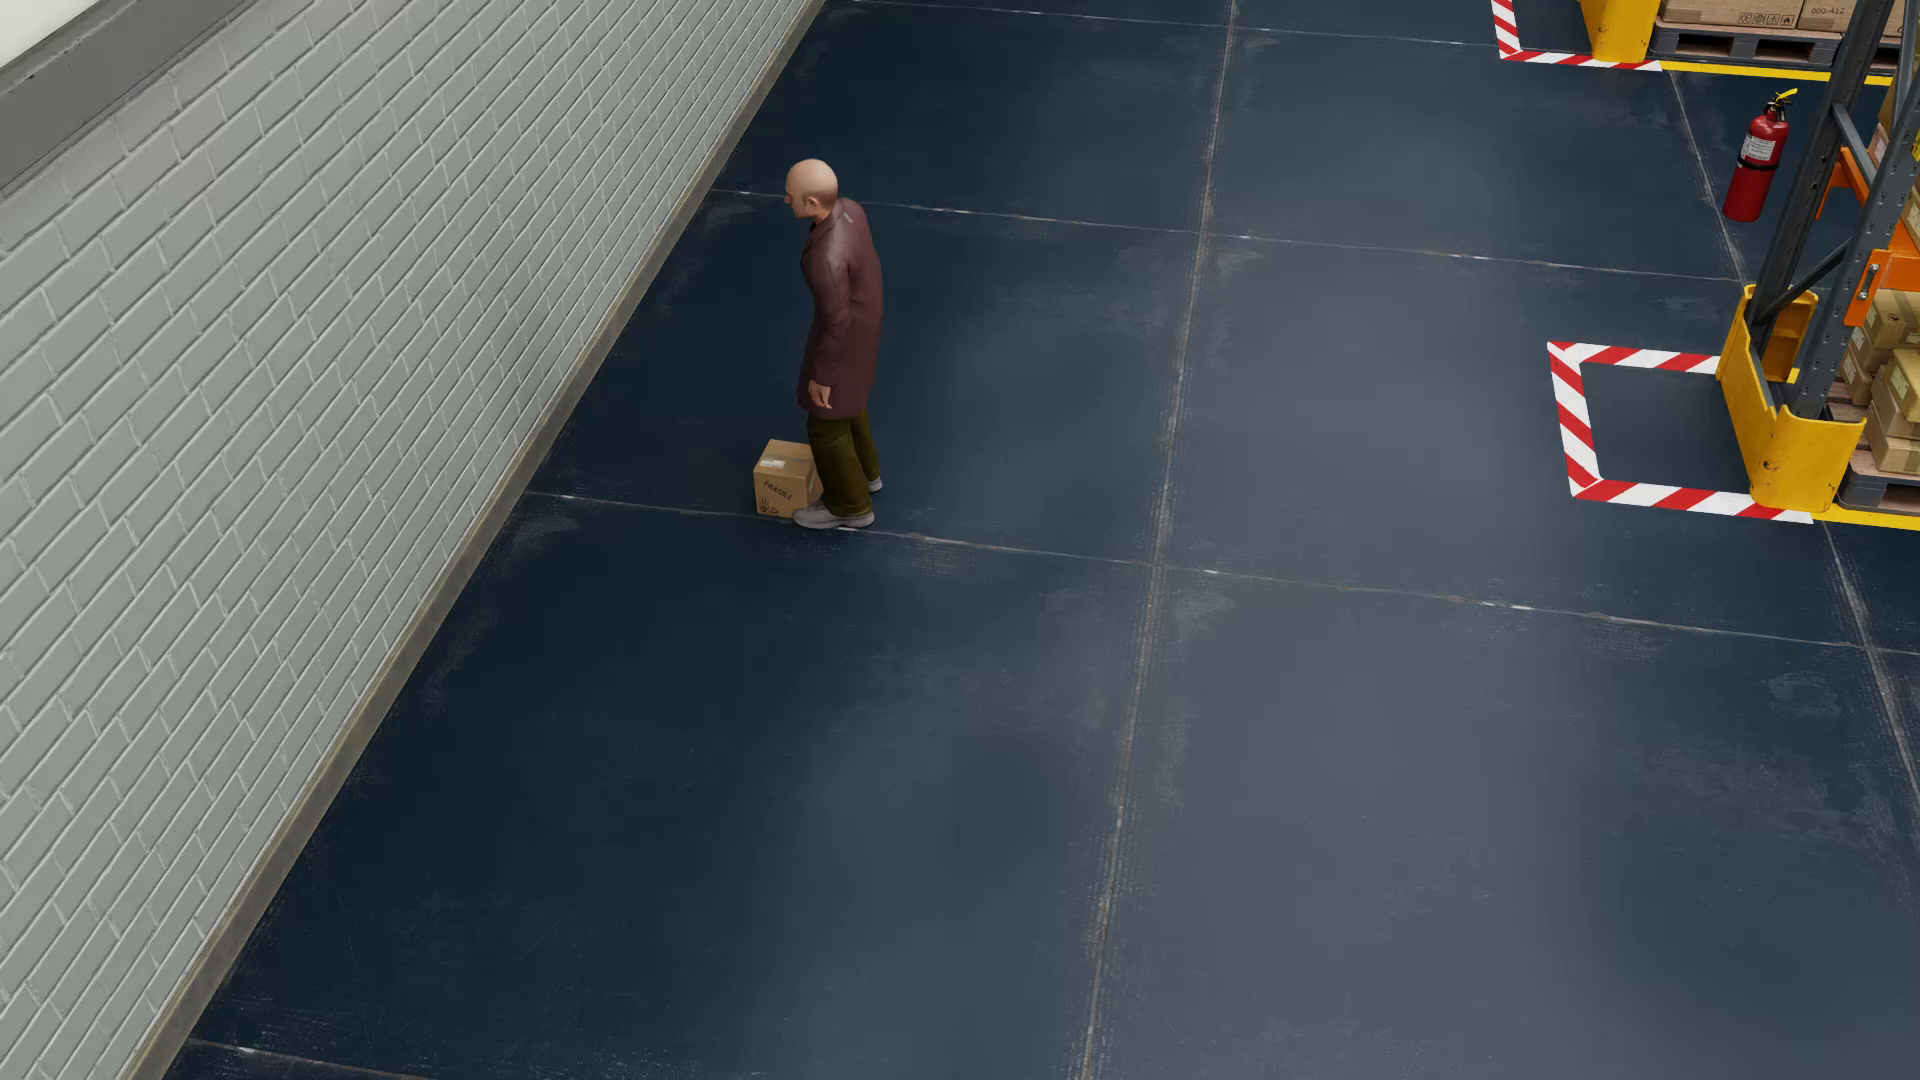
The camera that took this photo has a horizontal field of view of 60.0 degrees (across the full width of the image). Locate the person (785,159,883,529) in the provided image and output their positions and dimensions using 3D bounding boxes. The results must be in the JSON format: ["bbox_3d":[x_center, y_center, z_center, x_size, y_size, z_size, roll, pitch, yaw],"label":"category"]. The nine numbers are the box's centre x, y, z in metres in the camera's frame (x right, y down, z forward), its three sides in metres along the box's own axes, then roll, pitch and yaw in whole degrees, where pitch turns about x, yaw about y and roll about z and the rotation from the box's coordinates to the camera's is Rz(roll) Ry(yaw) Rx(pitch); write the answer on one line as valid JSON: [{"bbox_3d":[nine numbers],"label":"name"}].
[{"bbox_3d":[-0.540,-0.832,7.161,0.429,1.772,0.644,4,40,5],"label":"person"}]
